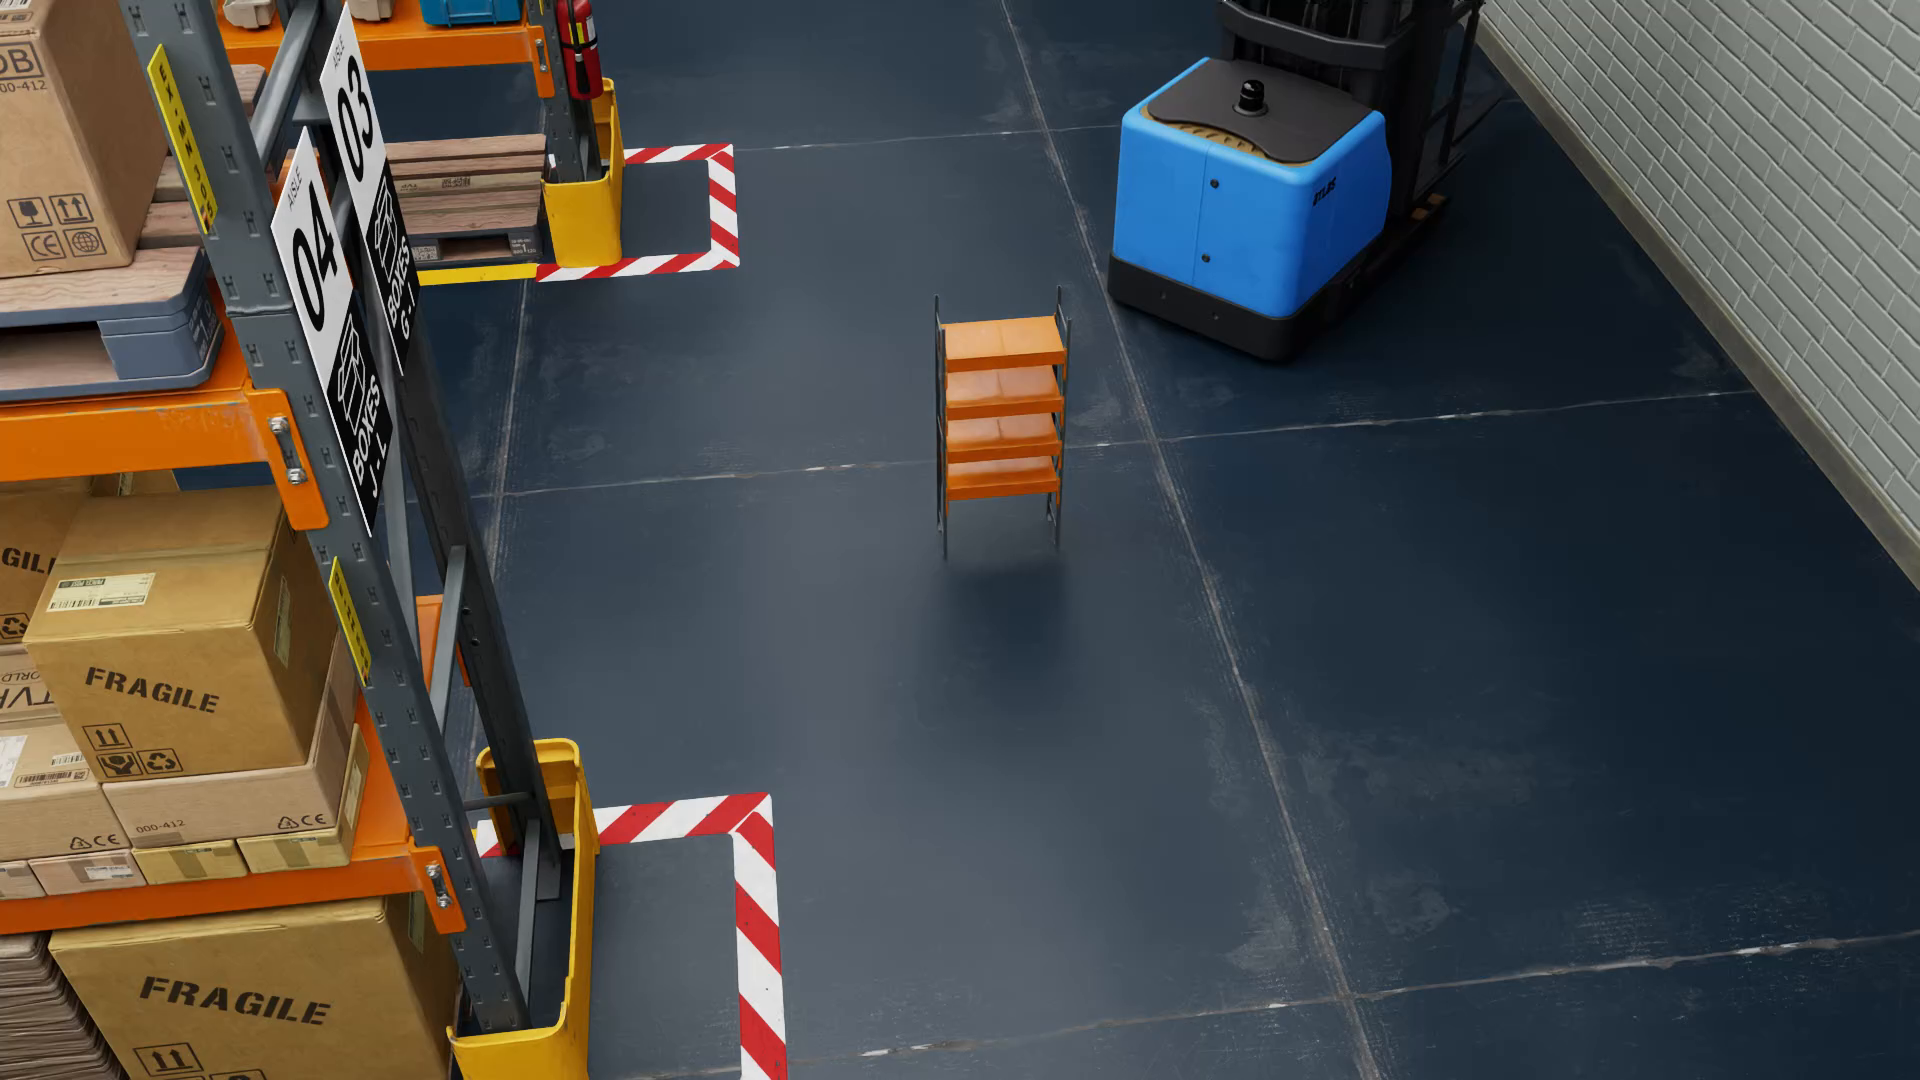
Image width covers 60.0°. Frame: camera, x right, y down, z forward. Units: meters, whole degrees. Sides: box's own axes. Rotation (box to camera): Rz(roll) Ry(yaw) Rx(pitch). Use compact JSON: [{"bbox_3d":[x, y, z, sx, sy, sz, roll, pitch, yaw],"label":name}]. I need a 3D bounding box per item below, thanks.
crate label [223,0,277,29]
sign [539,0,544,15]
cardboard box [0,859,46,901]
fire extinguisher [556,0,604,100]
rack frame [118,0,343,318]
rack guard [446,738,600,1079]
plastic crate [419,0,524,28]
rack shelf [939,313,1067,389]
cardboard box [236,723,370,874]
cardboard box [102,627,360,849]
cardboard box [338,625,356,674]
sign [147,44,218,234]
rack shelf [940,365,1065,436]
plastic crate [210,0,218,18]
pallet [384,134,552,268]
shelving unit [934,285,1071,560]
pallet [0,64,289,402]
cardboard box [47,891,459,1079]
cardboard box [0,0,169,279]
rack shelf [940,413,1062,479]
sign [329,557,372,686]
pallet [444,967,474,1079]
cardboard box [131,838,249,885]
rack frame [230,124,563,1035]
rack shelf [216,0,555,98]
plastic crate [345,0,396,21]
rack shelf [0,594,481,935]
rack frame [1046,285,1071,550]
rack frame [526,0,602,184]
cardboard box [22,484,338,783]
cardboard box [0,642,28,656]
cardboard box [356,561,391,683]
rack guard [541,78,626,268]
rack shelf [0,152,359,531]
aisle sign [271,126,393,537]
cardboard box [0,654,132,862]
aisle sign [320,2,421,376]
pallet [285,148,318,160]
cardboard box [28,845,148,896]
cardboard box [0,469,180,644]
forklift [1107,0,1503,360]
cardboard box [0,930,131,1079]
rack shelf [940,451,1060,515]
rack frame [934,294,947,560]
[{"bbox_3d":[-3.424,-2.624,8.072,0.243,0.136,0.396,-5,42,-6],"label":"crate label"},{"bbox_3d":[-1.989,-2.644,7.820,0.005,0.325,0.100,-5,42,-6],"label":"sign"},{"bbox_3d":[-2.500,0.751,4.365,0.250,0.149,0.380,-4,42,-5],"label":"cardboard box"},{"bbox_3d":[-1.868,-2.491,8.109,0.183,0.674,0.296,-5,42,-6],"label":"fire extinguisher"},{"bbox_3d":[-1.435,-1.885,2.622,0.127,3.000,1.000,-5,42,-6],"label":"rack frame"},{"bbox_3d":[-1.411,1.268,5.470,0.348,0.500,1.175,-5,42,-6],"label":"rack guard"},{"bbox_3d":[-2.385,-2.829,8.076,0.499,0.435,0.616,-5,42,-6],"label":"plastic crate"},{"bbox_3d":[0.164,-0.752,6.601,0.480,0.148,0.258,-5,42,-6],"label":"rack shelf"},{"bbox_3d":[-1.745,0.685,4.438,0.250,0.149,0.380,-4,42,-5],"label":"cardboard box"},{"bbox_3d":[-1.881,0.506,4.340,0.500,0.250,0.500,-6,42,-6],"label":"cardboard box"},{"bbox_3d":[-1.946,0.150,4.734,0.500,0.250,0.500,-6,42,-7],"label":"cardboard box"},{"bbox_3d":[-1.378,-0.709,2.955,0.005,0.325,0.100,-5,42,-6],"label":"sign"},{"bbox_3d":[0.164,-0.576,6.759,0.480,0.148,0.258,-5,42,-6],"label":"rack shelf"},{"bbox_3d":[-3.715,-2.586,8.030,0.250,0.136,0.298,-5,42,-6],"label":"plastic crate"},{"bbox_3d":[-2.900,-1.866,9.161,1.213,0.211,1.003,-5,42,-6],"label":"pallet"},{"bbox_3d":[0.164,-0.460,6.864,0.503,1.200,0.258,-5,42,-6],"label":"shelving unit"},{"bbox_3d":[-2.169,-0.667,3.577,1.213,0.211,1.003,-5,42,-6],"label":"pallet"},{"bbox_3d":[-2.059,1.084,5.081,0.875,0.875,0.875,-5,42,-6],"label":"cardboard box"},{"bbox_3d":[-1.943,-0.921,3.329,0.500,0.500,0.700,-7,43,-8],"label":"cardboard box"},{"bbox_3d":[0.164,-0.410,6.909,0.480,0.148,0.258,-5,42,-6],"label":"rack shelf"},{"bbox_3d":[-1.378,0.186,3.763,0.005,0.325,0.100,-5,42,-6],"label":"sign"},{"bbox_3d":[-2.217,1.499,5.430,1.213,0.211,1.003,-5,42,-6],"label":"pallet"},{"bbox_3d":[-2.003,0.709,4.412,0.250,0.149,0.380,-5,42,-5],"label":"cardboard box"},{"bbox_3d":[-1.435,0.342,4.631,0.127,3.000,1.000,-5,42,-6],"label":"rack frame"},{"bbox_3d":[-4.060,-2.506,8.326,4.000,0.370,1.077,-5,42,-6],"label":"rack shelf"},{"bbox_3d":[-2.862,-2.680,8.134,0.243,0.136,0.396,-5,42,-6],"label":"plastic crate"},{"bbox_3d":[-3.418,0.783,4.679,4.000,0.370,1.077,-5,42,-6],"label":"rack shelf"},{"bbox_3d":[0.406,-0.481,6.888,0.015,1.200,0.240,-5,42,-6],"label":"rack frame"},{"bbox_3d":[-2.077,-2.947,8.278,0.127,3.000,1.000,-5,42,-6],"label":"rack frame"},{"bbox_3d":[-1.884,0.226,4.090,0.500,0.500,0.500,-5,42,-5],"label":"cardboard box"},{"bbox_3d":[-2.460,0.199,4.679,0.500,0.250,0.500,-5,42,-6],"label":"cardboard box"},{"bbox_3d":[-1.829,0.247,4.924,0.250,0.149,0.380,-5,42,-5],"label":"cardboard box"},{"bbox_3d":[-2.055,-2.030,9.127,0.348,0.500,1.175,-5,42,-6],"label":"rack guard"},{"bbox_3d":[-3.418,-0.331,3.675,4.000,0.370,1.077,-5,42,-6],"label":"rack shelf"},{"bbox_3d":[-1.324,-0.430,3.546,0.004,0.787,0.394,-5,42,-6],"label":"aisle sign"},{"bbox_3d":[-2.384,0.549,4.291,0.500,0.250,0.500,-6,42,-6],"label":"cardboard box"},{"bbox_3d":[-1.402,-0.829,3.988,0.004,0.787,0.394,-5,42,-6],"label":"aisle sign"},{"bbox_3d":[-4.107,-1.762,9.046,1.213,0.211,1.003,-5,42,-6],"label":"pallet"},{"bbox_3d":[-2.253,0.730,4.389,0.250,0.149,0.380,-5,42,-5],"label":"cardboard box"},{"bbox_3d":[-2.441,-0.085,4.435,0.500,0.500,0.500,-6,42,-7],"label":"cardboard box"},{"bbox_3d":[2.045,-2.905,8.282,1.130,2.935,3.031,27,48,27],"label":"forklift"},{"bbox_3d":[-2.961,1.163,4.994,0.875,0.875,0.875,-5,42,-6],"label":"cardboard box"},{"bbox_3d":[0.164,-0.263,7.042,0.480,0.148,0.258,-5,42,-6],"label":"rack shelf"},{"bbox_3d":[-0.078,-0.439,6.841,0.015,1.200,0.240,-5,42,-6],"label":"rack frame"}]
